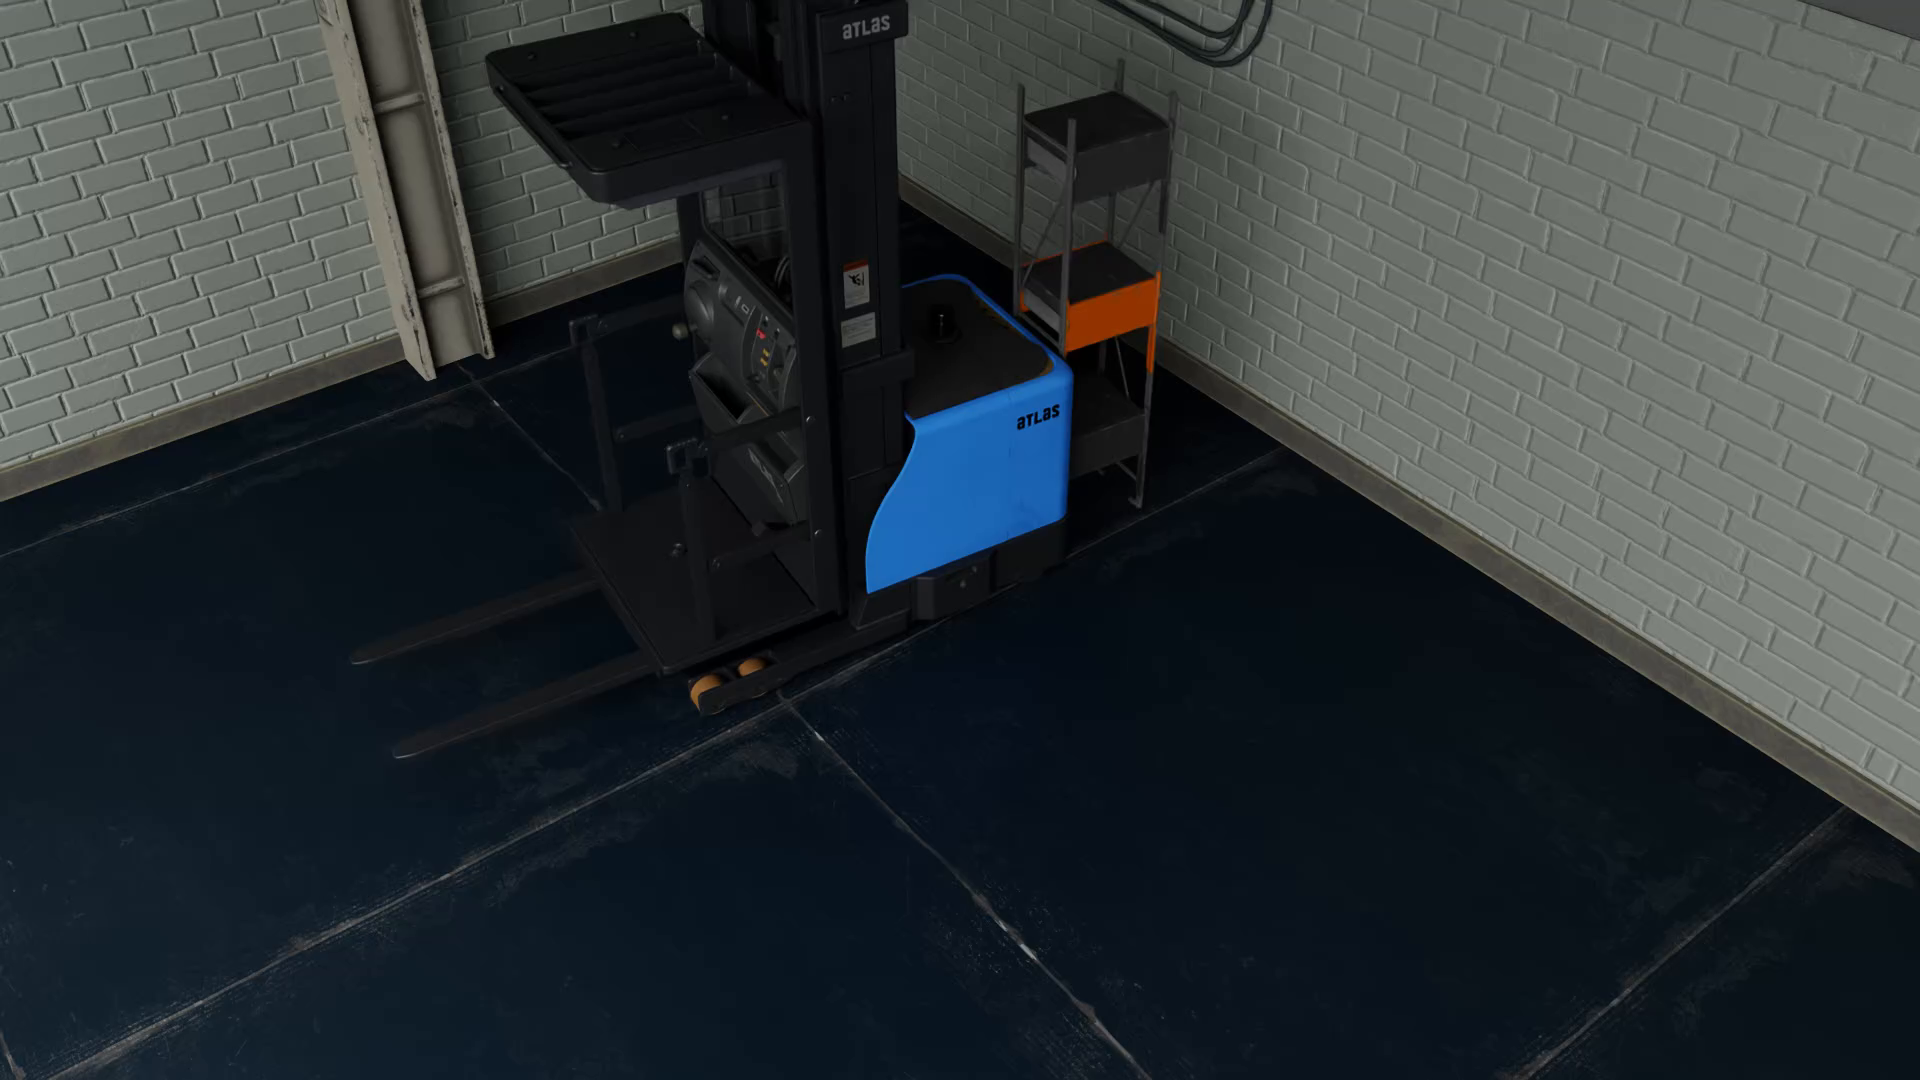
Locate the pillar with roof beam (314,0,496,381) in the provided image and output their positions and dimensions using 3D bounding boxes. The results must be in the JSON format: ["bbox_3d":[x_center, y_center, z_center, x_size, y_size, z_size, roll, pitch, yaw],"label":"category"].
[{"bbox_3d":[-0.124,-2.306,3.466,0.400,9.000,9.100,-26,46,-28],"label":"pillar with roof beam"}]

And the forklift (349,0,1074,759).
[{"bbox_3d":[-1.037,-0.796,6.409,3.031,2.935,1.130,-21,44,-23],"label":"forklift"}]

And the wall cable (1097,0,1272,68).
[{"bbox_3d":[0.394,-3.744,7.667,0.112,2.526,3.097,-26,46,-28],"label":"wall cable"}]

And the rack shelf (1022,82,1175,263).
[{"bbox_3d":[0.550,-1.522,6.868,0.480,0.518,0.431,-21,44,-23],"label":"rack shelf"}]

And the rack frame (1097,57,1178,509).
[{"bbox_3d":[0.759,-1.071,7.400,0.015,2.100,0.400,-21,44,-23],"label":"rack frame"}]

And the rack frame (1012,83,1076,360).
[{"bbox_3d":[0.340,-0.912,7.206,0.015,2.100,0.400,-21,44,-23],"label":"rack frame"}]

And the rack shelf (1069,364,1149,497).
[{"bbox_3d":[0.550,-0.440,7.756,0.480,0.518,0.431,-21,44,-23],"label":"rack shelf"}]

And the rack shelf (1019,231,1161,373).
[{"bbox_3d":[0.550,-0.981,7.312,0.480,0.518,0.431,-21,44,-23],"label":"rack shelf"}]

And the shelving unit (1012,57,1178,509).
[{"bbox_3d":[0.550,-0.991,7.303,0.503,2.100,0.431,-21,44,-23],"label":"shelving unit"}]
